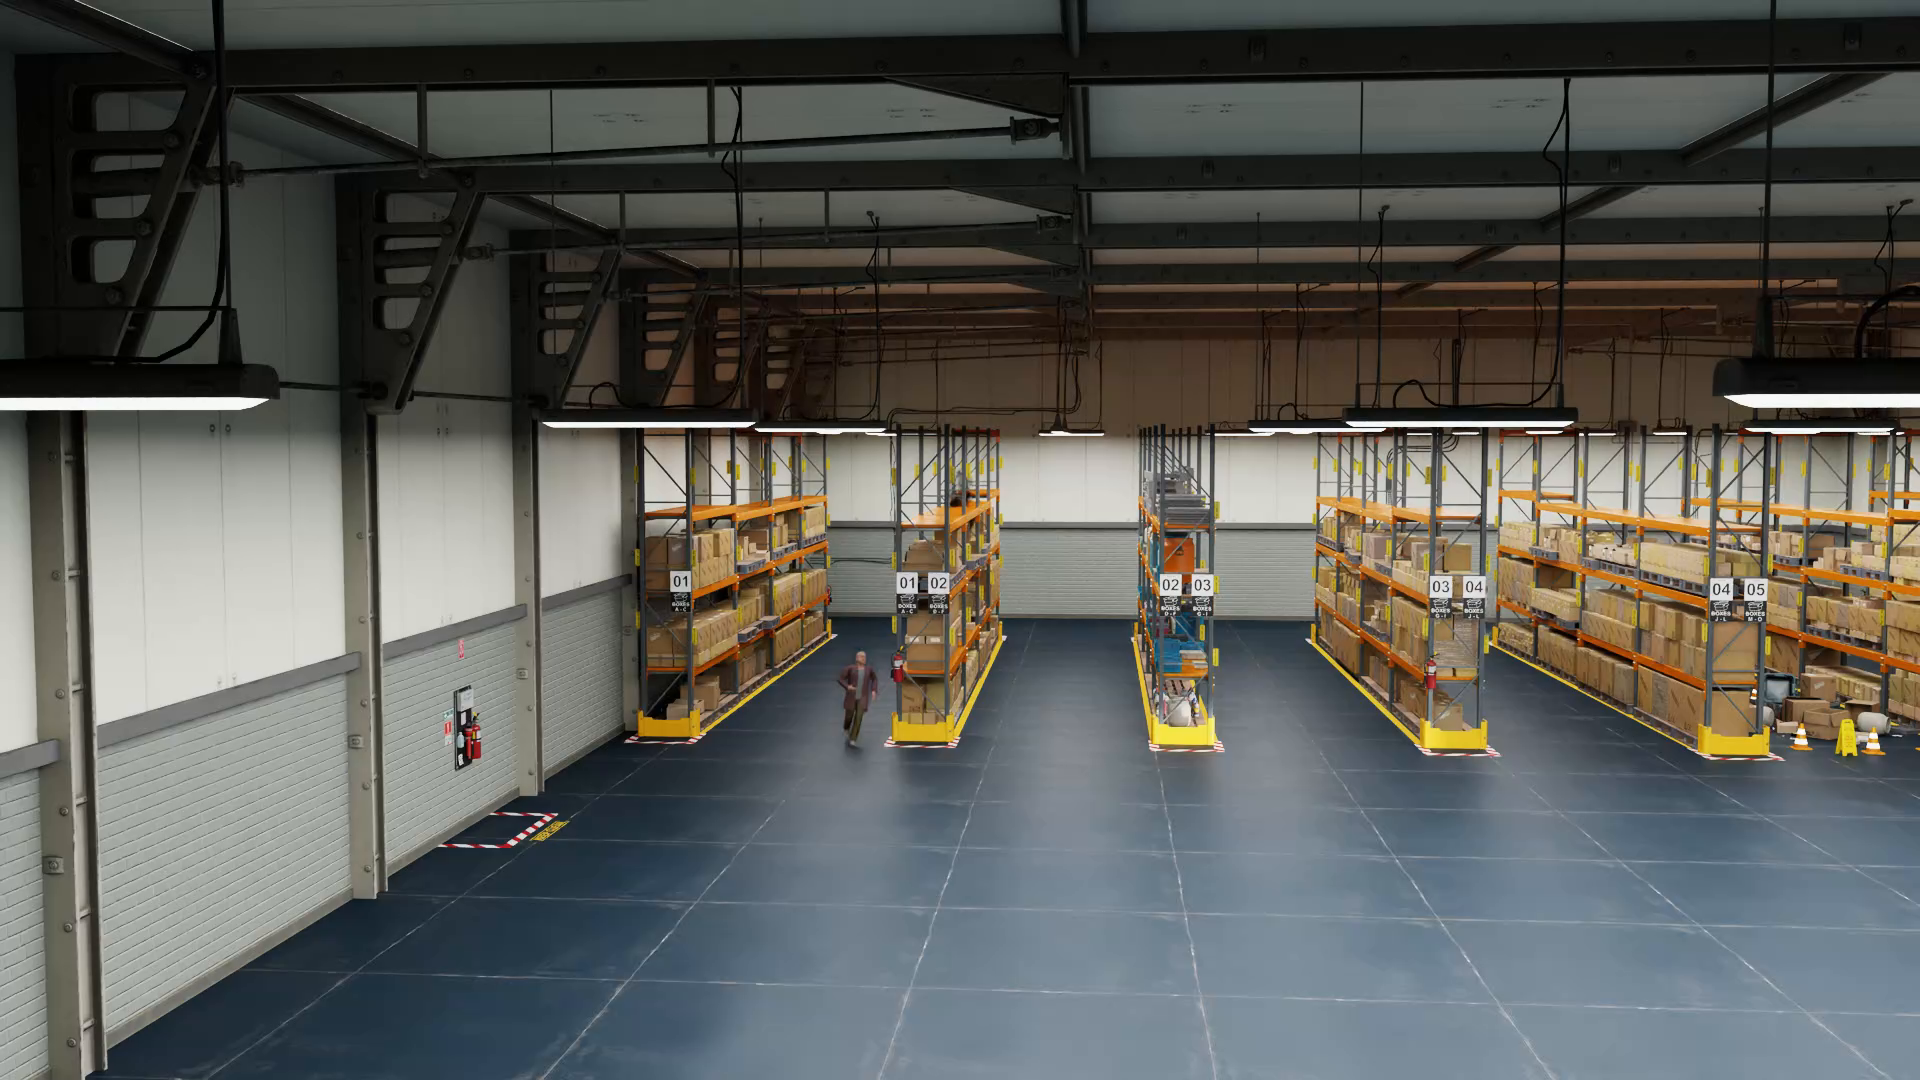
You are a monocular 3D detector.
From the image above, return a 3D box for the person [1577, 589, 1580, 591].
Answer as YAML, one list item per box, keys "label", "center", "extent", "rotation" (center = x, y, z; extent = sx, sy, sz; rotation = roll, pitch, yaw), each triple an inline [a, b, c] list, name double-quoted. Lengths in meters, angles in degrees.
- label: "person"
  center: [16.923, 2.059, 45.443]
  extent: [0.728, 1.744, 0.941]
  rotation: [0, 3, 0]

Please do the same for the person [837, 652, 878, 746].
- label: "person"
  center: [-1.902, 2.963, 31.147]
  extent: [0.775, 1.718, 0.883]
  rotation: [-1, 4, -9]

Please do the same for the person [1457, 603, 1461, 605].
- label: "person"
  center: [14.134, 2.085, 47.333]
  extent: [0.795, 1.518, 0.694]
  rotation: [0, 3, -5]

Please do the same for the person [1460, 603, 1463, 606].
- label: "person"
  center: [13.495, 2.197, 44.136]
  extent: [0.590, 1.710, 0.920]
  rotation: [0, 3, 2]
